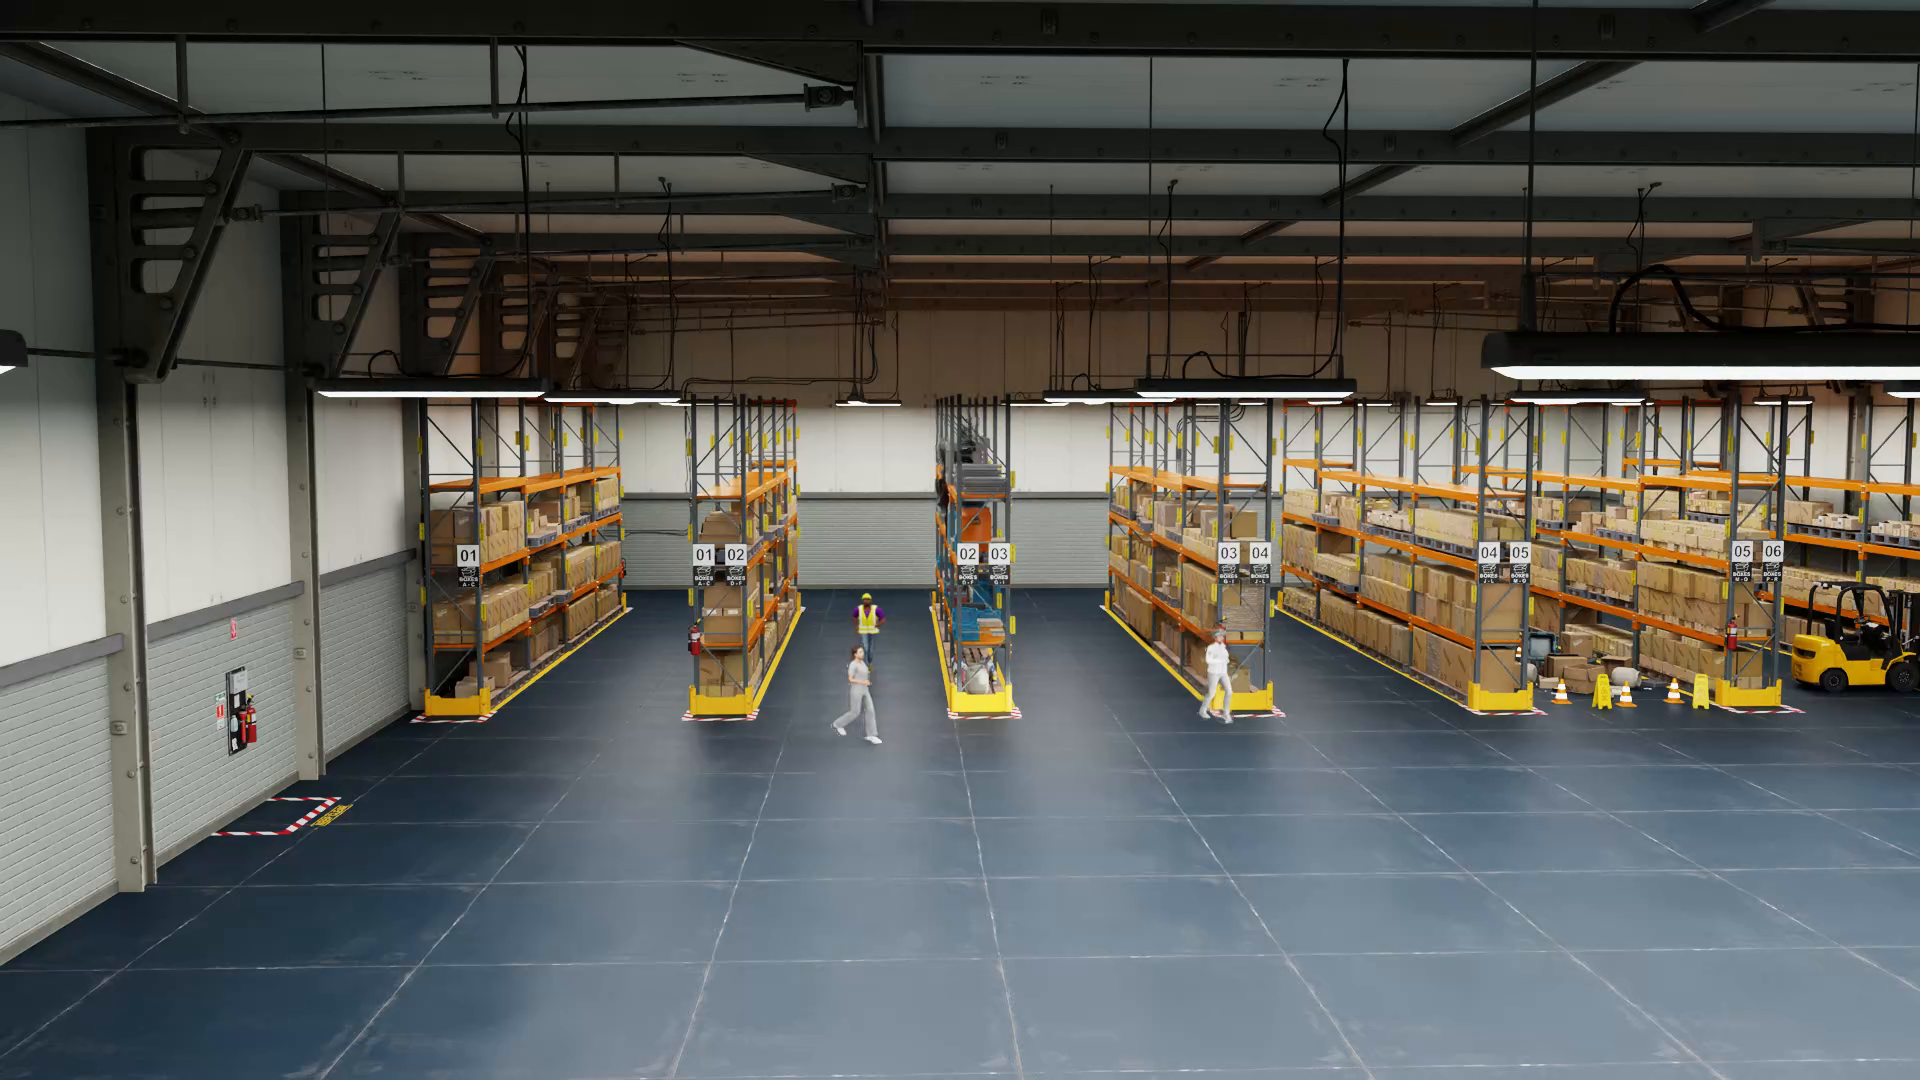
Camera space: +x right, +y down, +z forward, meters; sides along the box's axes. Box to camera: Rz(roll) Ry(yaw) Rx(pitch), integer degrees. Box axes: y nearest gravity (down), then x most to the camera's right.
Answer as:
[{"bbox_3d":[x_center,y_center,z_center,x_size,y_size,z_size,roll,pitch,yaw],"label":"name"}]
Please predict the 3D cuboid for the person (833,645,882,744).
[{"bbox_3d":[-1.754,2.640,28.591,0.952,1.676,0.579,2,5,29],"label":"person"}]

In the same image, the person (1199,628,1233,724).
[{"bbox_3d":[4.693,2.493,30.421,0.608,1.769,0.680,-3,6,-38],"label":"person"}]

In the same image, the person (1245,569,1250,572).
[{"bbox_3d":[7.997,1.303,46.060,0.595,1.636,0.719,0,4,-1],"label":"person"}]

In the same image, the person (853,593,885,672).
[{"bbox_3d":[-1.955,2.044,35.751,0.704,1.835,0.745,0,5,-5],"label":"person"}]
